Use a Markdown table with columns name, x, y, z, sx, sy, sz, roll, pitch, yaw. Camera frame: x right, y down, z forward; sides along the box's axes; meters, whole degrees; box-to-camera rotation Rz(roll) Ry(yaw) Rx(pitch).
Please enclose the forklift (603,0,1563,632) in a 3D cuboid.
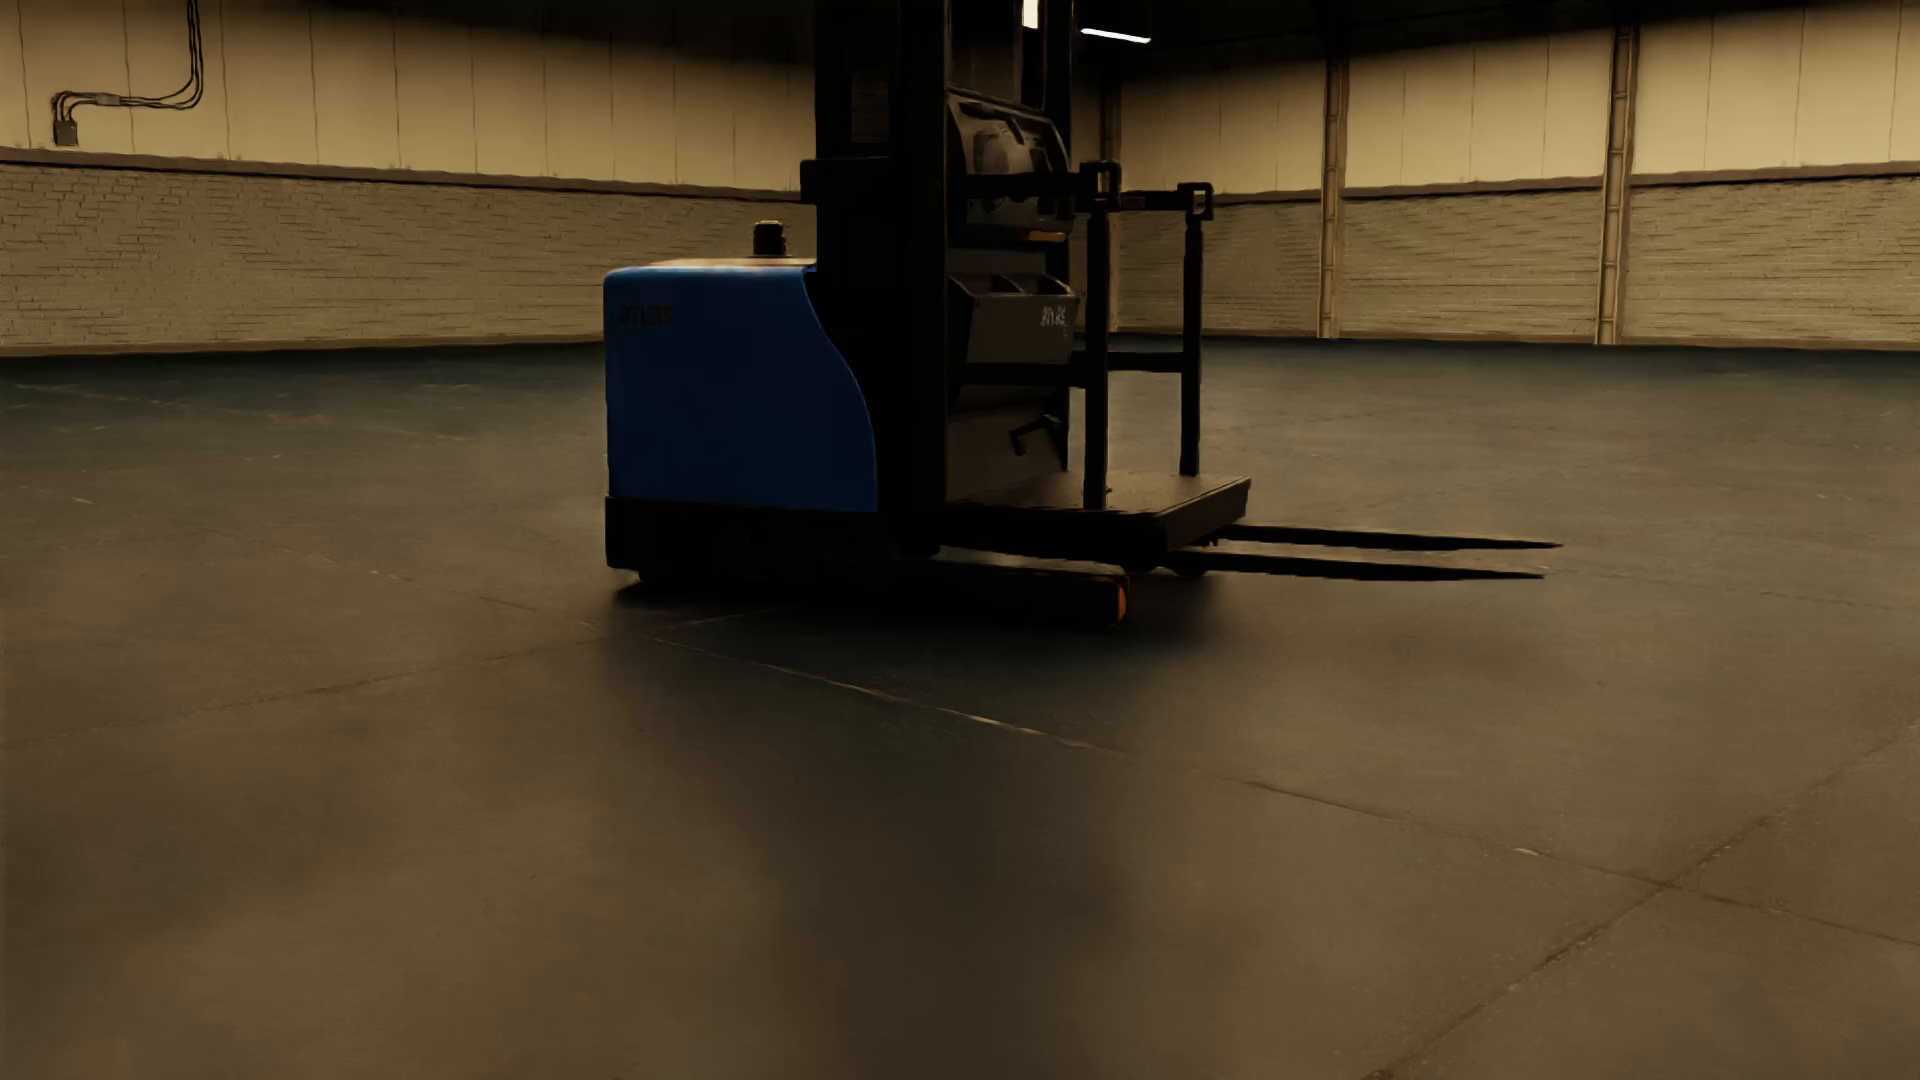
| name | x | y | z | sx | sy | sz | roll | pitch | yaw |
| --- | --- | --- | --- | --- | --- | --- | --- | --- | --- |
| forklift | 0.357 | -1.268 | 5.293 | 3.031 | 2.935 | 1.130 | 4 | 9 | 24 |
